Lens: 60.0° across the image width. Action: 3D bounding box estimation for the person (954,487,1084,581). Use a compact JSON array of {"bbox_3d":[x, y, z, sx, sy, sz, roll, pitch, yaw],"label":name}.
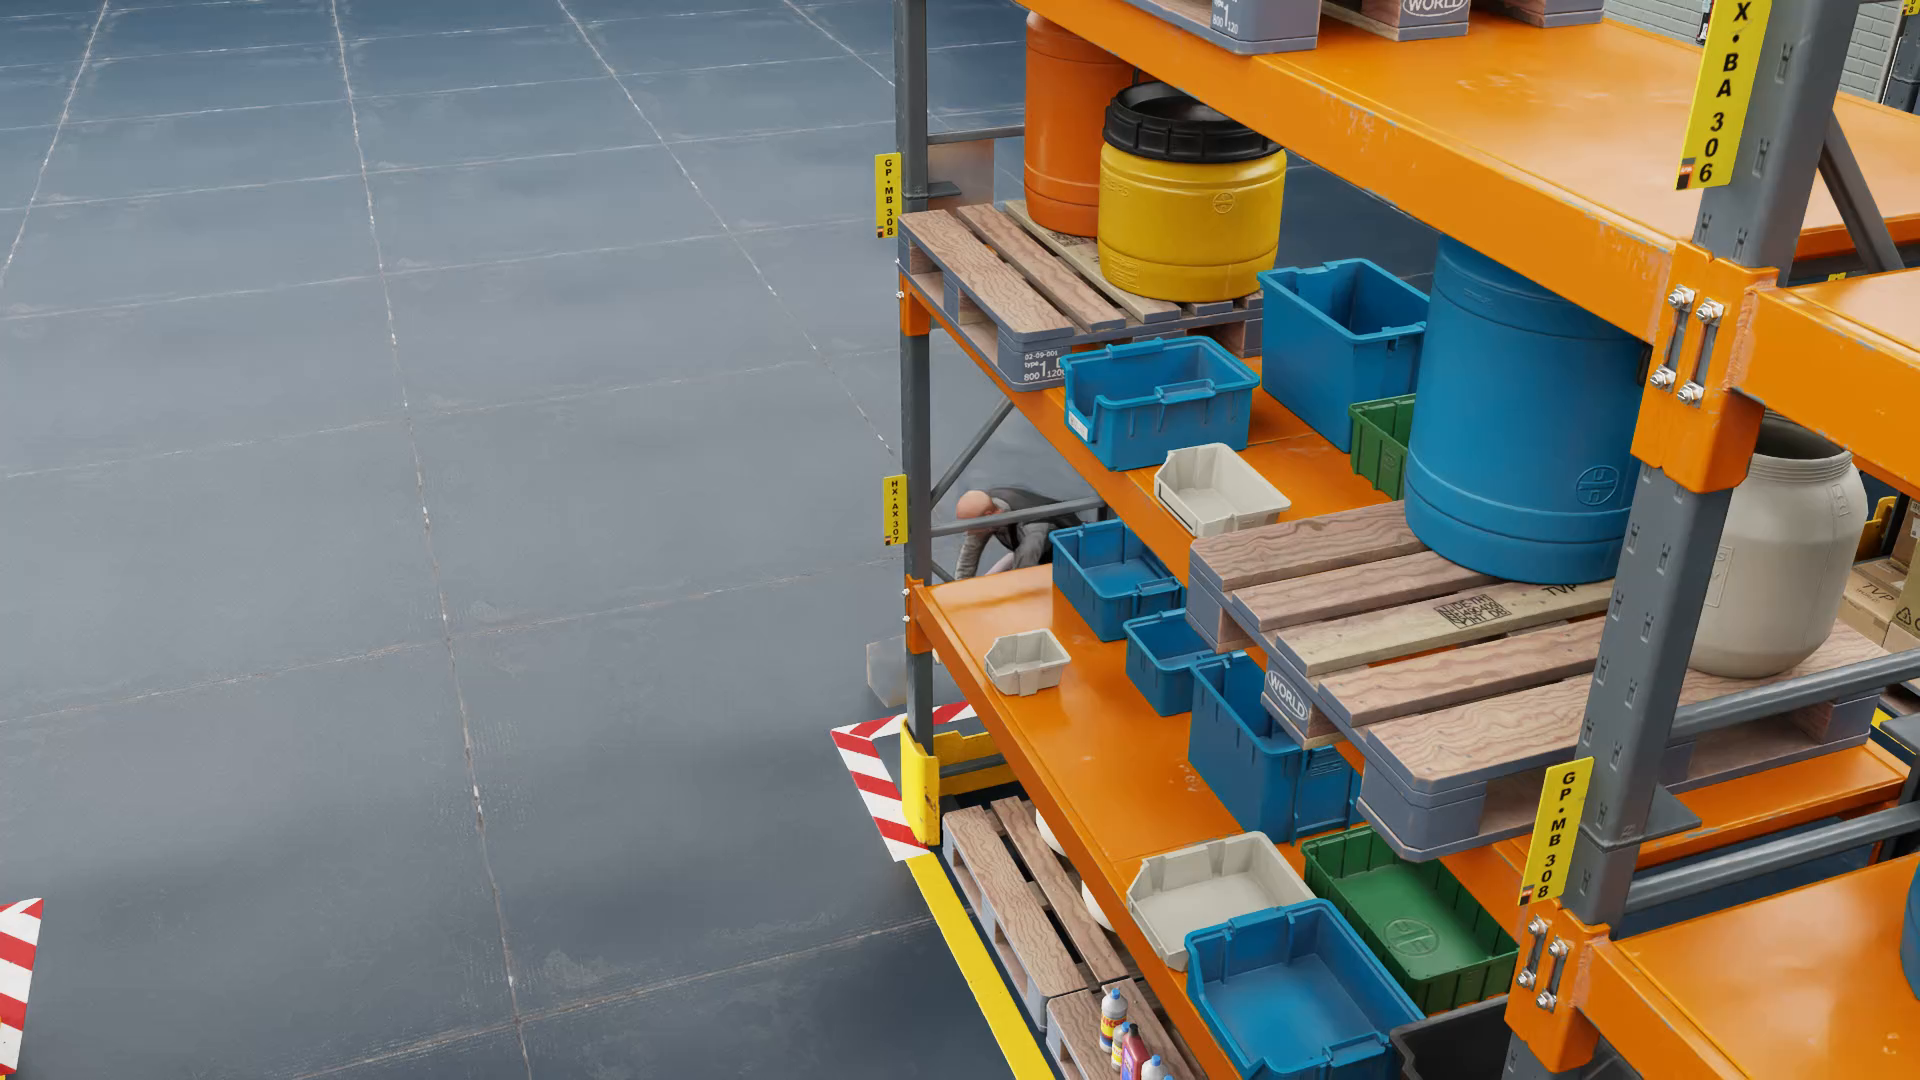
[{"bbox_3d":[0.342,0.177,8.674,0.819,1.119,0.565,-14,33,-23],"label":"person"}]
